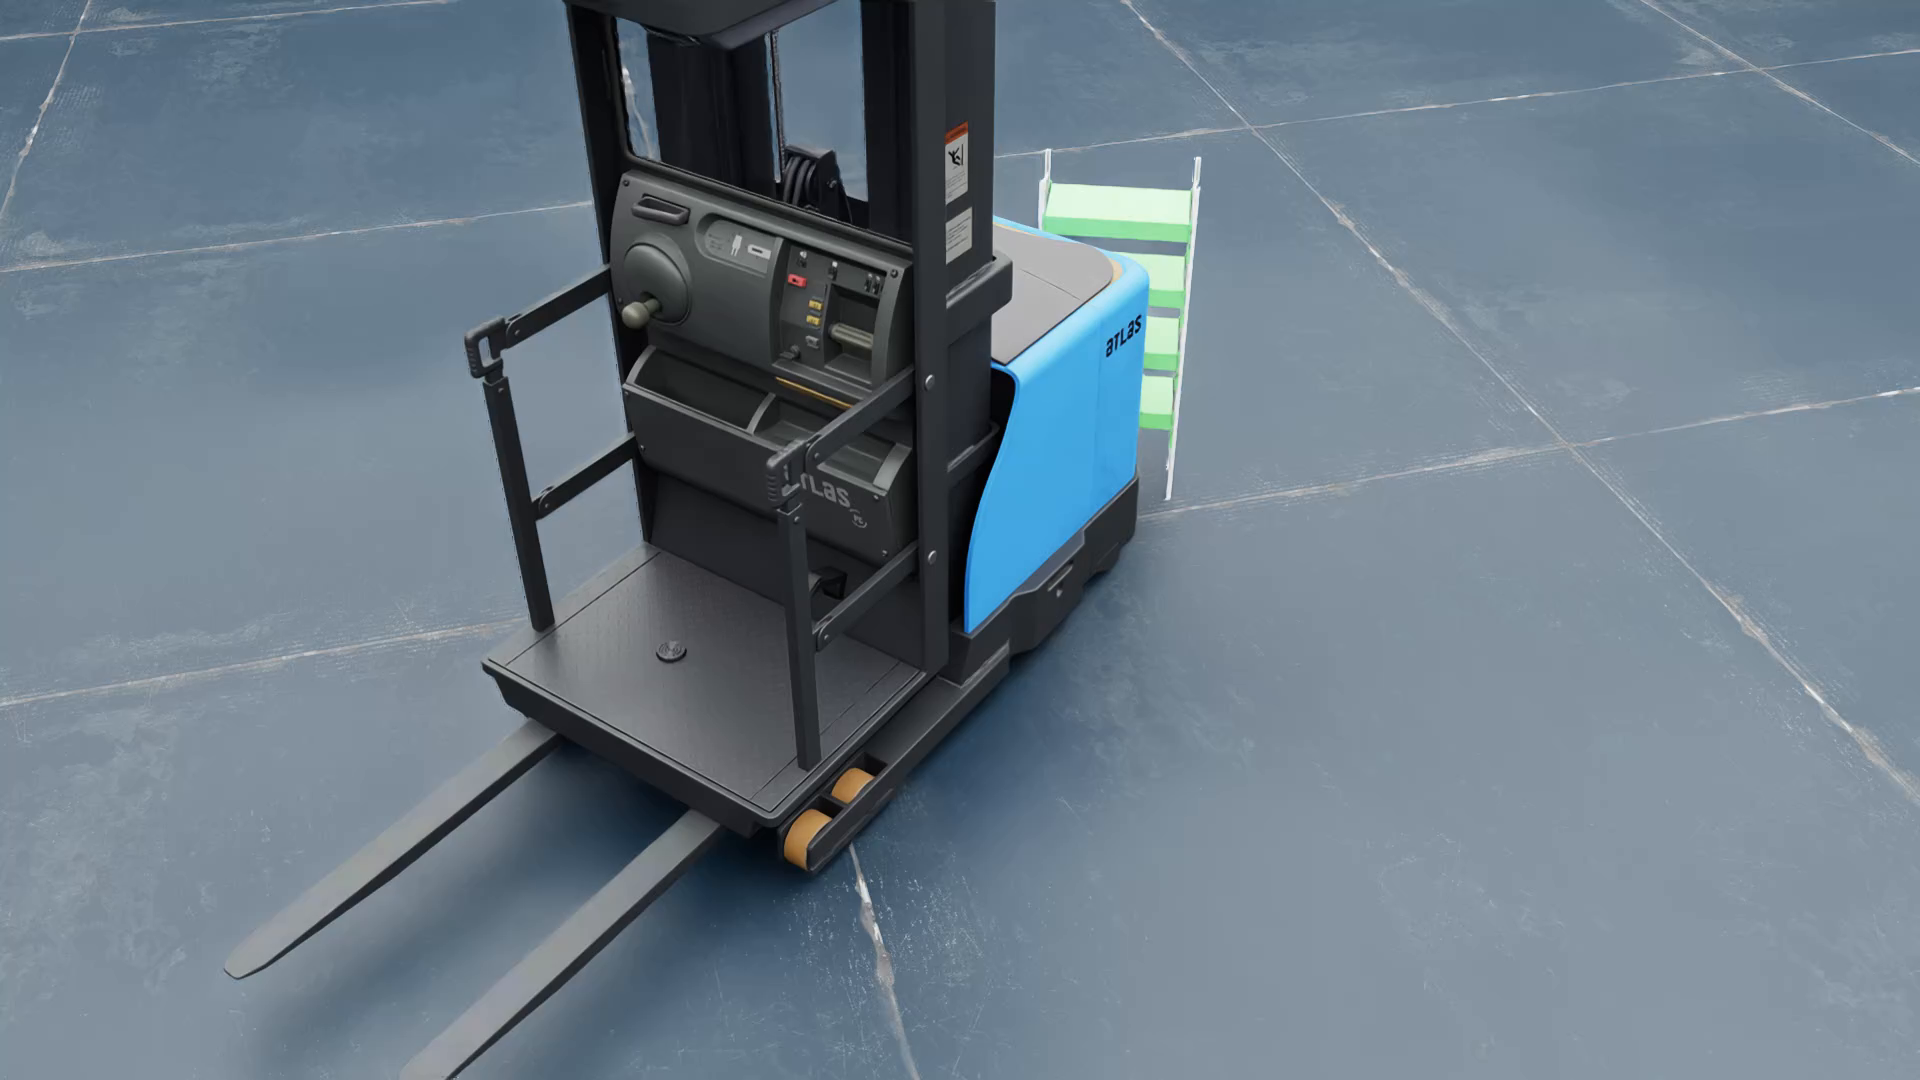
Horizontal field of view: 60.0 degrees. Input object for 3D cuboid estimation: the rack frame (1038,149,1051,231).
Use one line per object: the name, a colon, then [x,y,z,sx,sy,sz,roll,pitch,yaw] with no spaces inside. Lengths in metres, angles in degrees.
rack frame: [0.275,-0.731,5.718,0.015,1.200,0.240,4,38,6]

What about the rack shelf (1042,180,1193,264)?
rack shelf: [0.517,-1.043,5.441,0.480,0.148,0.258,4,38,6]

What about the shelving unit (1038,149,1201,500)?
shelving unit: [0.517,-0.712,5.693,0.503,1.200,0.258,4,38,6]

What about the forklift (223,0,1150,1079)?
forklift: [-0.653,-0.591,4.110,1.130,2.935,3.031,23,43,27]

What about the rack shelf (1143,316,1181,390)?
rack shelf: [0.517,-0.661,5.732,0.480,0.148,0.258,4,38,6]

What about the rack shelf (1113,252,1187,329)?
rack shelf: [0.517,-0.852,5.586,0.480,0.148,0.258,4,38,6]

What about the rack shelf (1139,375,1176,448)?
rack shelf: [0.517,-0.471,5.878,0.480,0.148,0.258,4,38,6]

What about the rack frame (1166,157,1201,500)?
rack frame: [0.759,-0.693,5.669,0.015,1.200,0.240,4,38,6]
